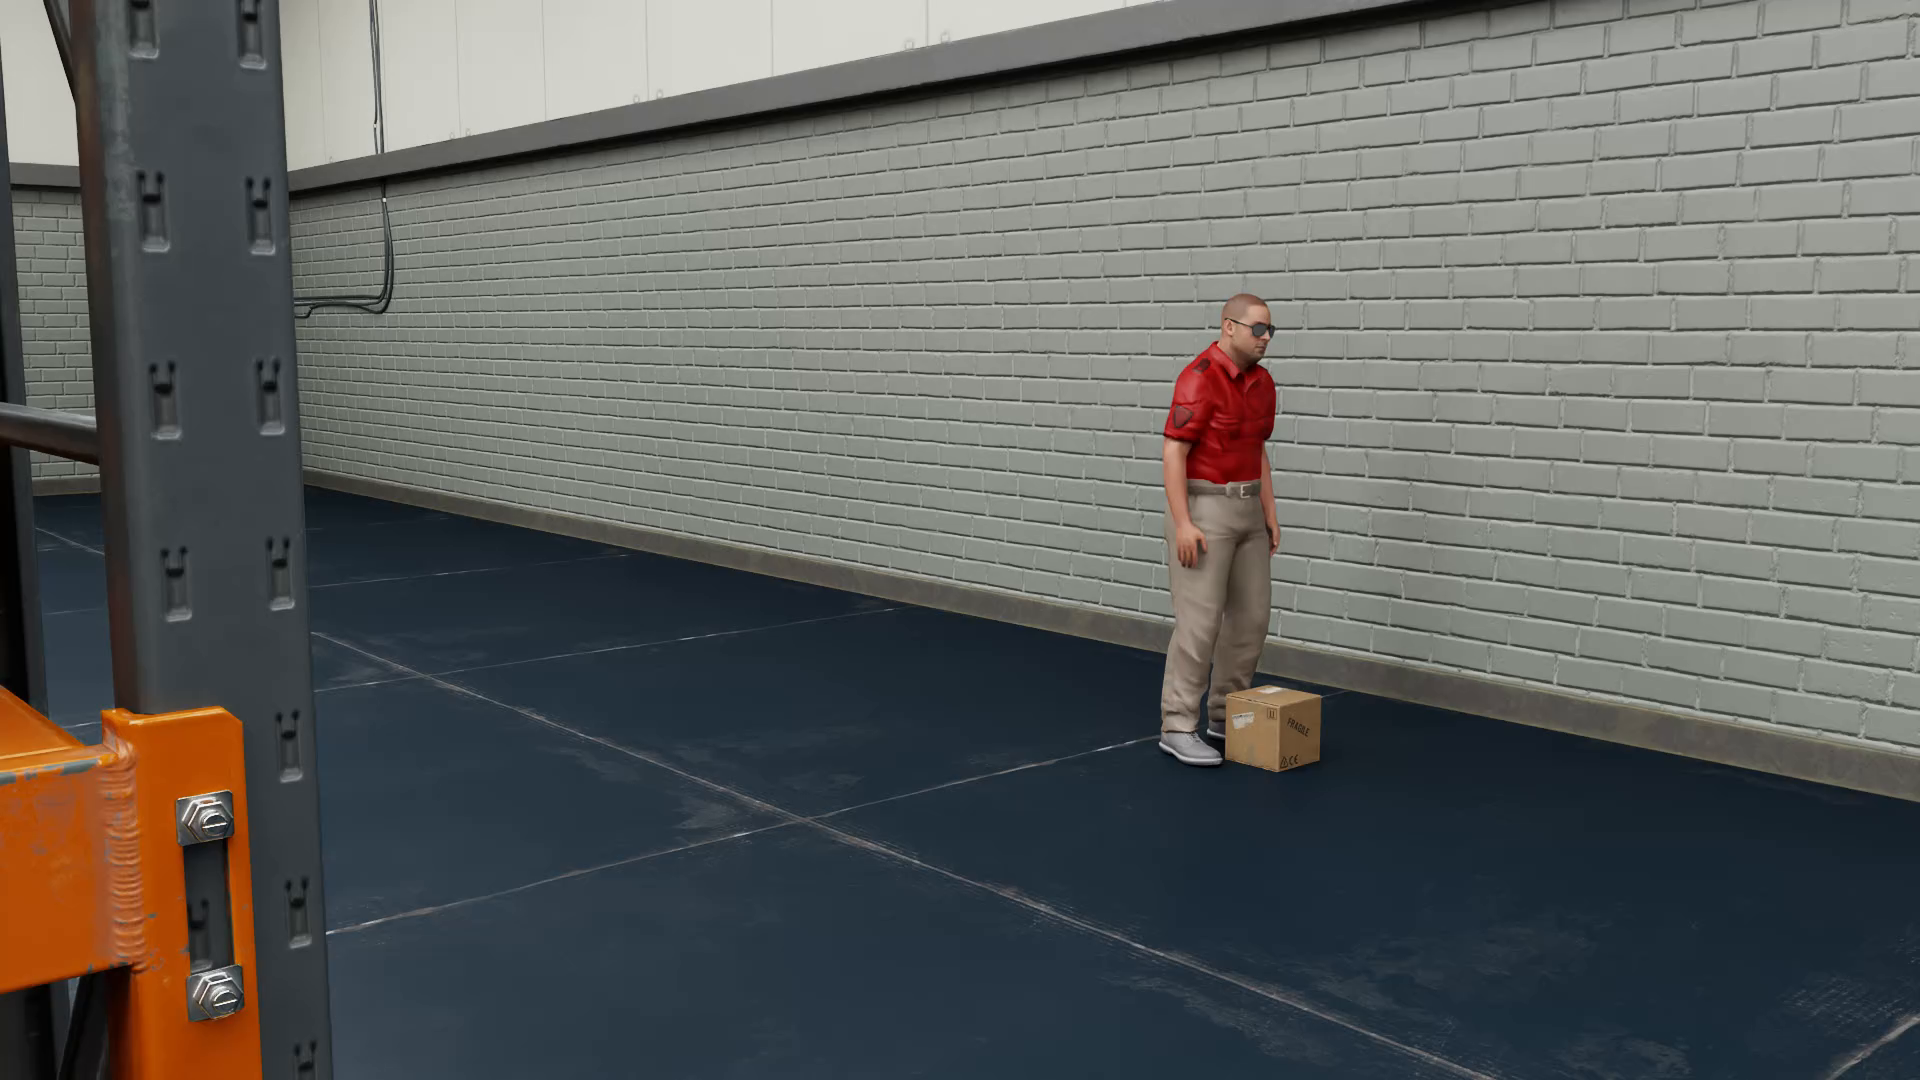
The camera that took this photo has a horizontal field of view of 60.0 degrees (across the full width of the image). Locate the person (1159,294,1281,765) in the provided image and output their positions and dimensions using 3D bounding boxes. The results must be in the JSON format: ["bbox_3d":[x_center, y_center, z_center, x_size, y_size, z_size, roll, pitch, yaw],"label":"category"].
[{"bbox_3d":[0.996,-0.059,6.286,0.594,1.726,0.386,-7,10,-42],"label":"person"}]
